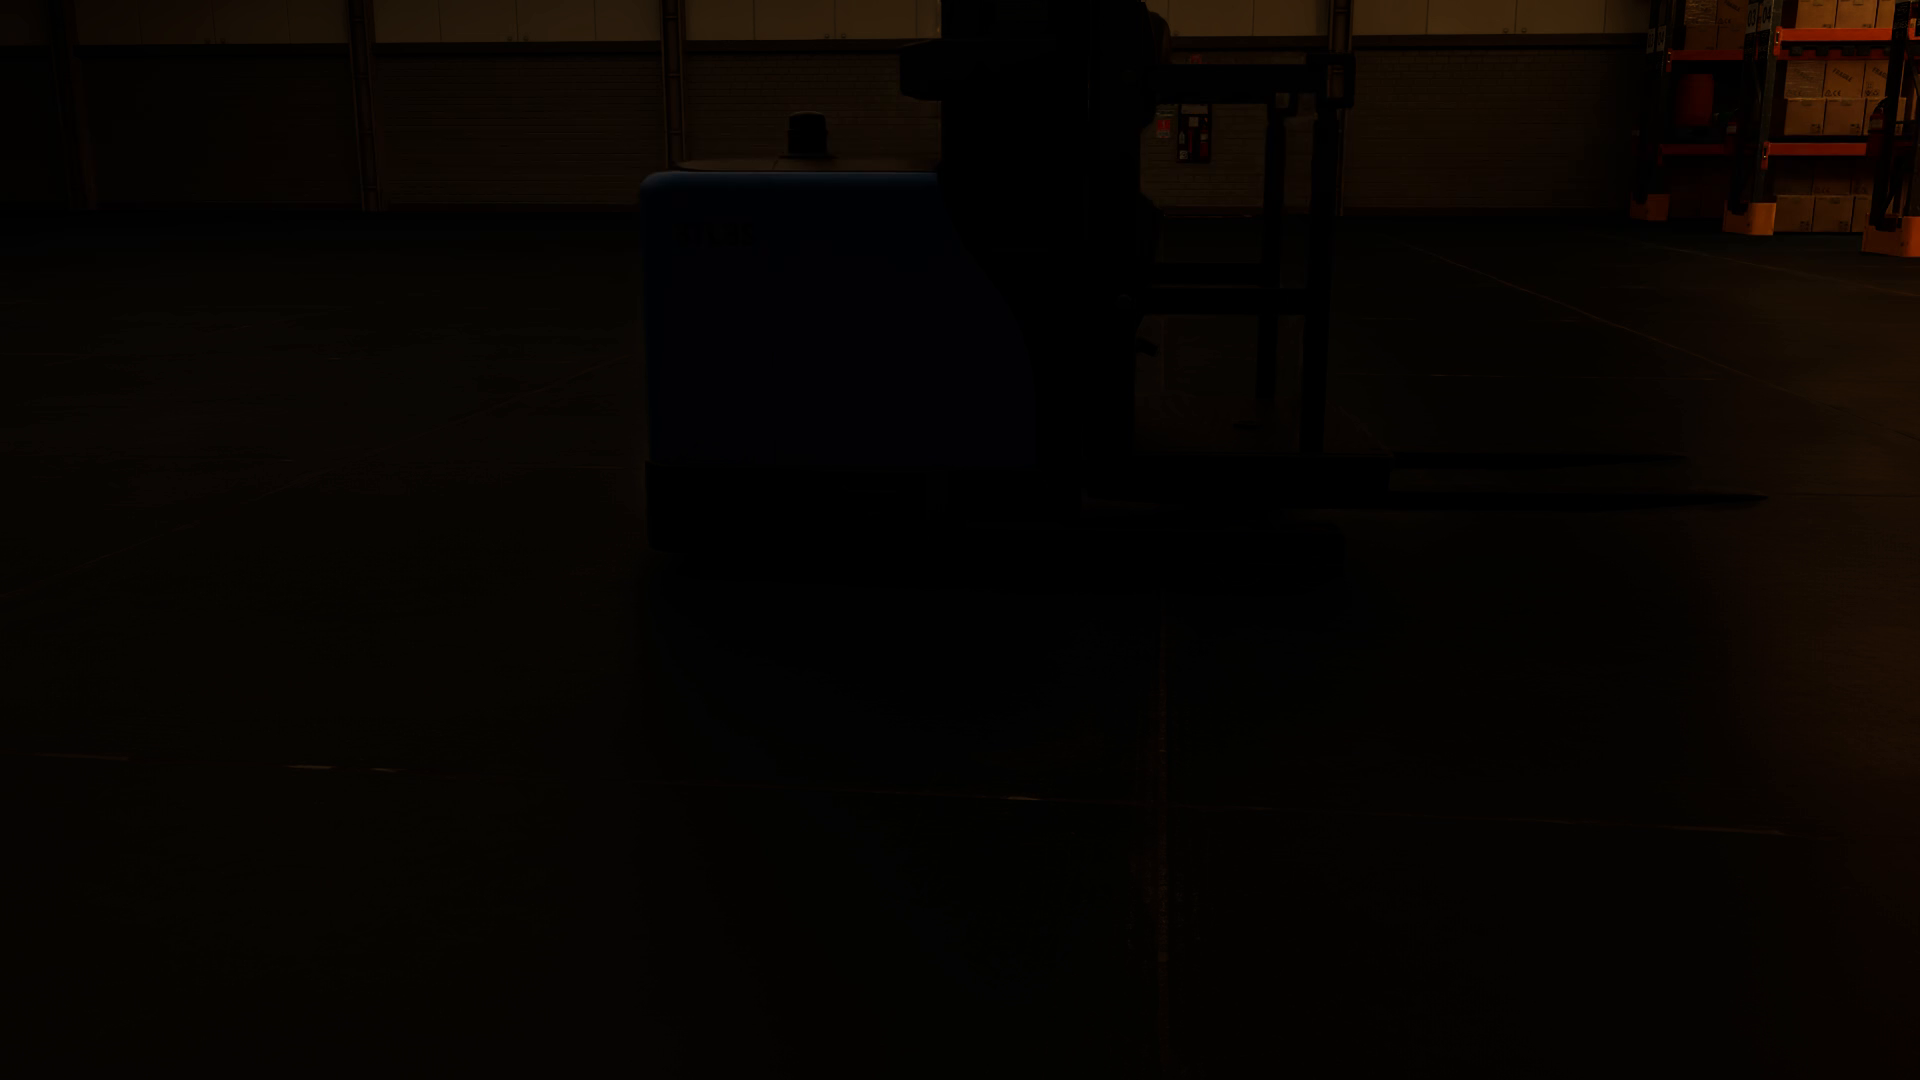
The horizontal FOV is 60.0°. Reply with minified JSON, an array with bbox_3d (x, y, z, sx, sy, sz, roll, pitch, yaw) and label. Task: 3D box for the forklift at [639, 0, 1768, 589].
[{"bbox_3d":[0.681,-1.422,4.591,3.031,2.935,1.130,1,13,3],"label":"forklift"}]
